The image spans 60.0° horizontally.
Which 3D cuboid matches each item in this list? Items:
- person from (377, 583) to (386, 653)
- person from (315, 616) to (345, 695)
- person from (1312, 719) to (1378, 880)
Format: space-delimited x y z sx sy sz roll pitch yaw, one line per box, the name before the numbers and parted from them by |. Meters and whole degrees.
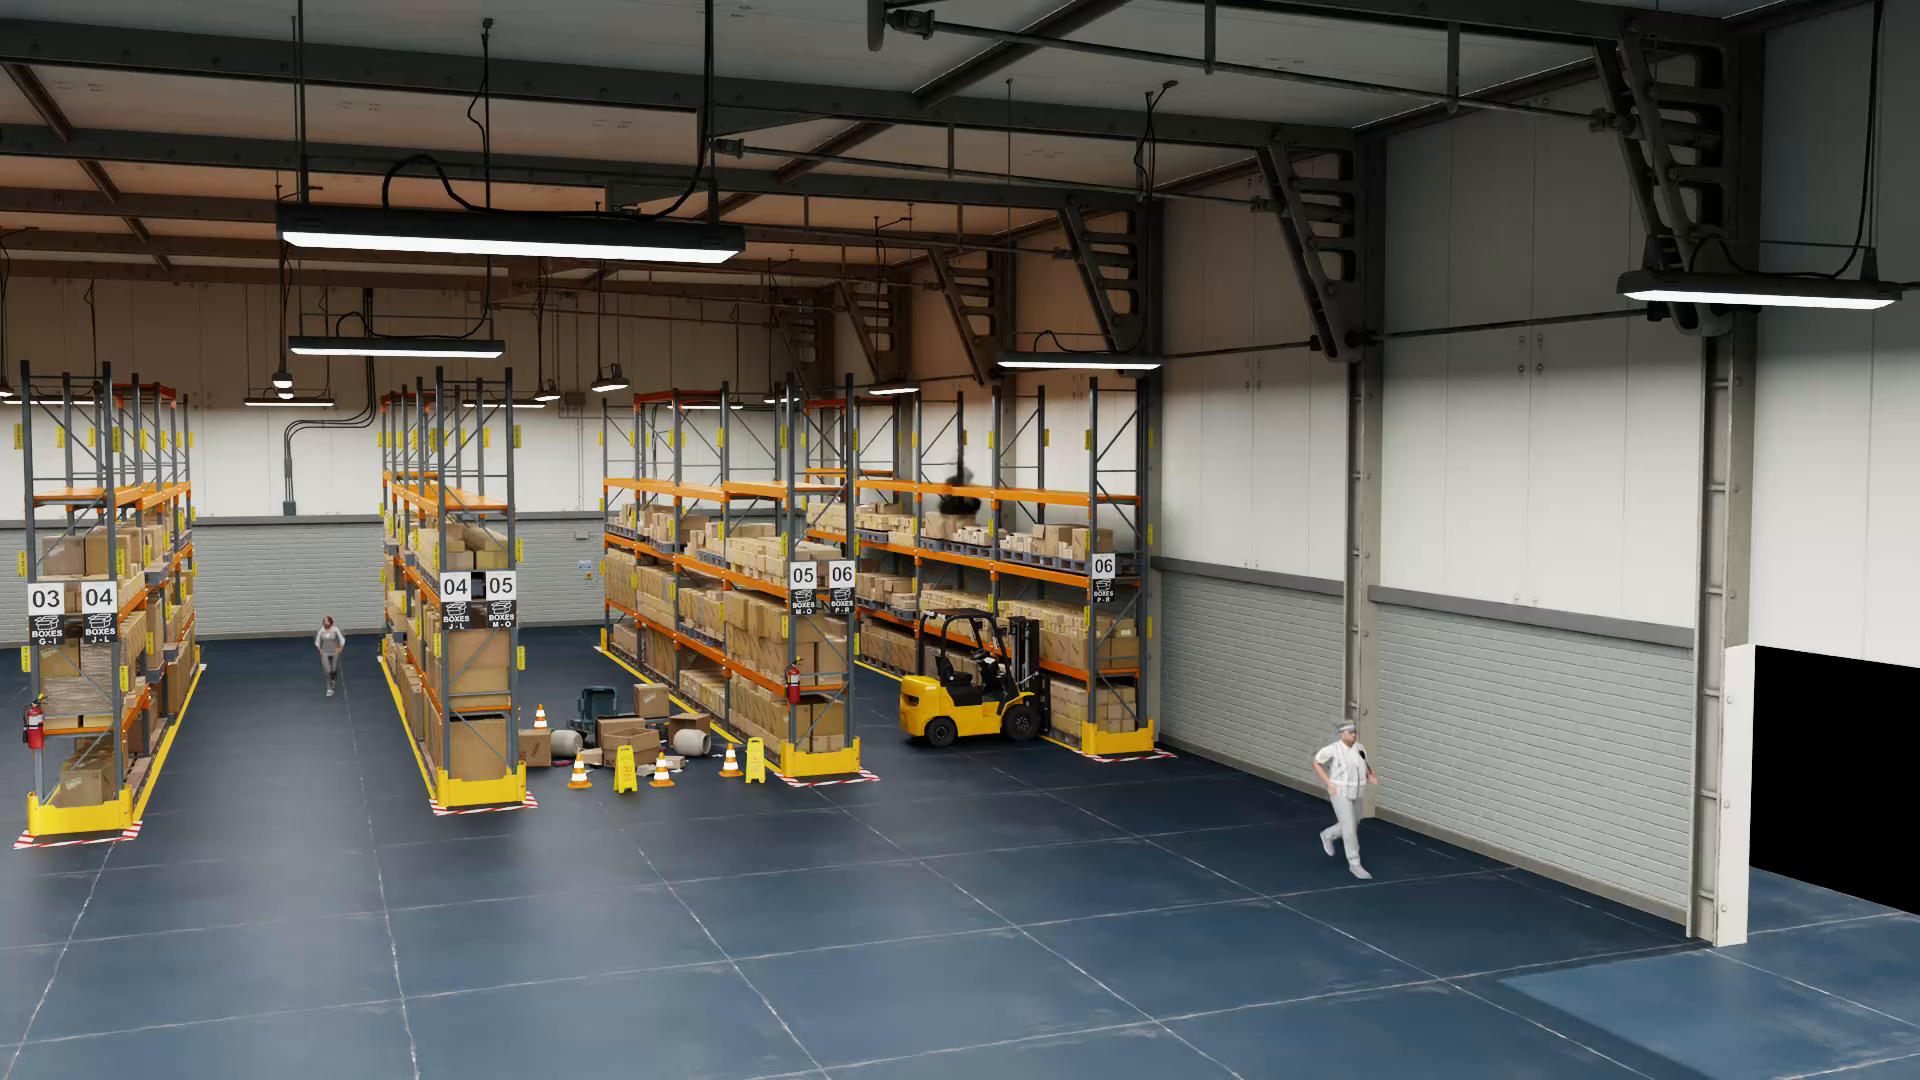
person | -13.260 1.796 39.015 0.896 1.766 0.772 -1 4 -12
person | -12.375 2.268 32.651 0.545 1.564 0.490 -1 4 -16
person | 4.477 2.961 19.316 0.664 1.791 0.941 -2 4 -29
